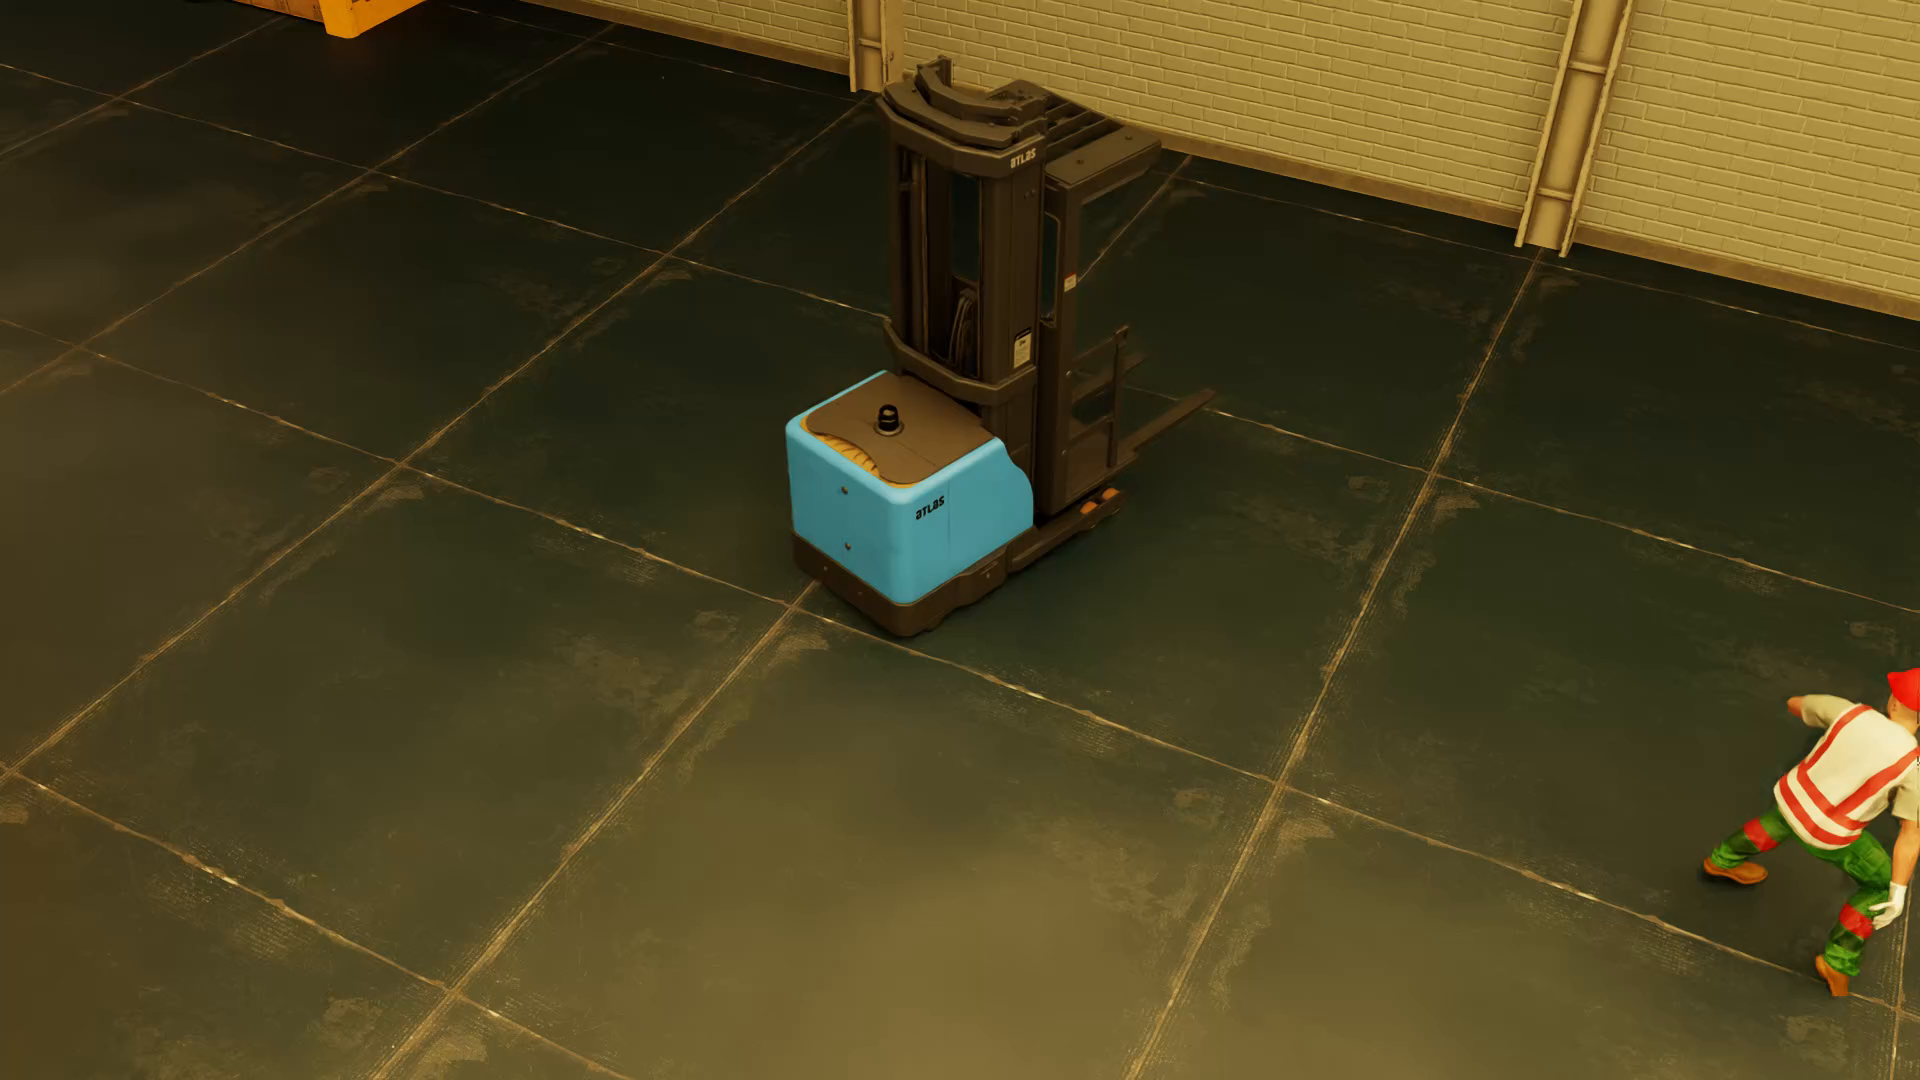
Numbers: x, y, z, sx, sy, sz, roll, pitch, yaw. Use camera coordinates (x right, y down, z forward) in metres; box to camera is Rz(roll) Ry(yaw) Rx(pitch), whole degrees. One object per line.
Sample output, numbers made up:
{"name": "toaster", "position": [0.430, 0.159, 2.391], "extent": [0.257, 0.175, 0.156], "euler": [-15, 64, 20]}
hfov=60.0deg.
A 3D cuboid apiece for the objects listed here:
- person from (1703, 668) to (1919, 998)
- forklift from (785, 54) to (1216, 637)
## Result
{"name": "person", "position": [4.010, 1.293, 7.547], "extent": [0.574, 1.698, 1.067], "euler": [-11, 41, -13]}
{"name": "forklift", "position": [0.397, -1.408, 9.659], "extent": [3.031, 2.935, 1.130], "euler": [-32, 50, -32]}
